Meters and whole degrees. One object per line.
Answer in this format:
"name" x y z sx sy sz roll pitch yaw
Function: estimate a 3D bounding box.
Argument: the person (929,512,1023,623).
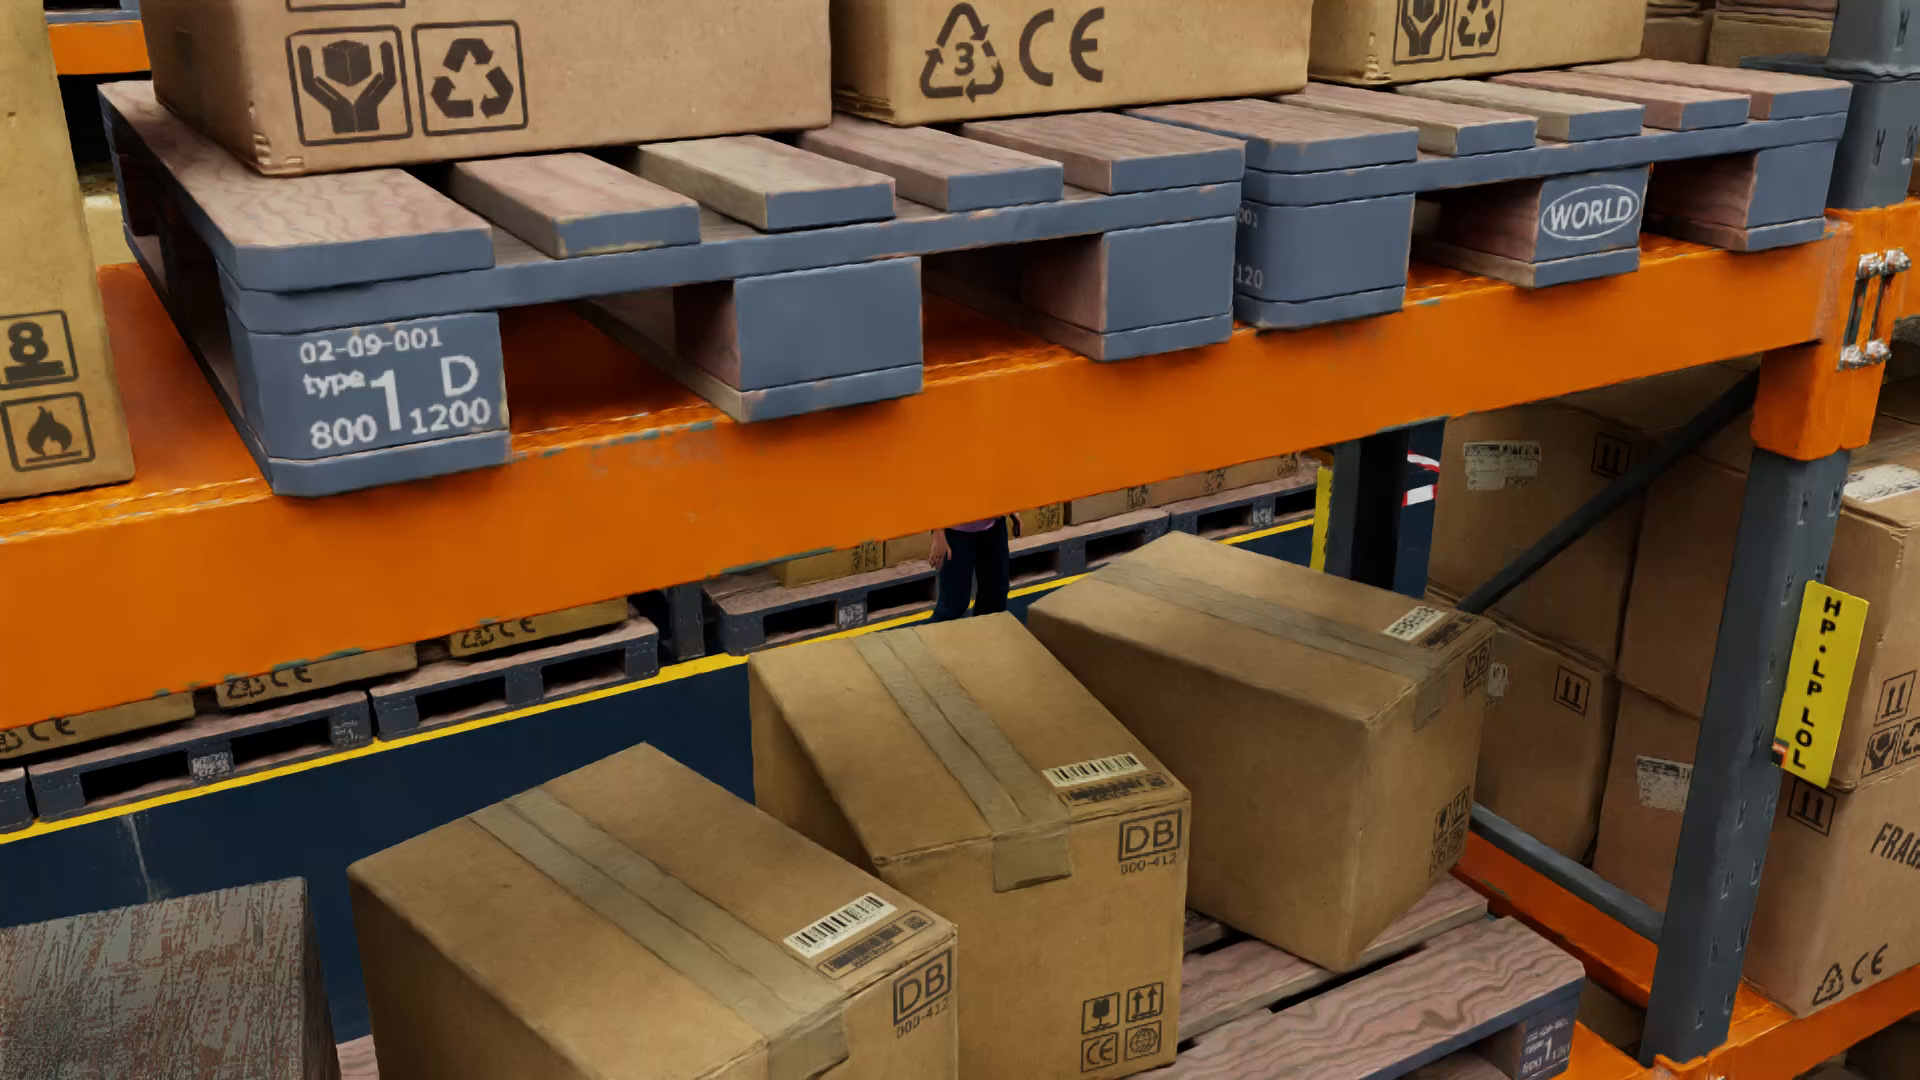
"person" 0.088 -0.051 6.674 0.467 1.603 0.482 13 25 28
